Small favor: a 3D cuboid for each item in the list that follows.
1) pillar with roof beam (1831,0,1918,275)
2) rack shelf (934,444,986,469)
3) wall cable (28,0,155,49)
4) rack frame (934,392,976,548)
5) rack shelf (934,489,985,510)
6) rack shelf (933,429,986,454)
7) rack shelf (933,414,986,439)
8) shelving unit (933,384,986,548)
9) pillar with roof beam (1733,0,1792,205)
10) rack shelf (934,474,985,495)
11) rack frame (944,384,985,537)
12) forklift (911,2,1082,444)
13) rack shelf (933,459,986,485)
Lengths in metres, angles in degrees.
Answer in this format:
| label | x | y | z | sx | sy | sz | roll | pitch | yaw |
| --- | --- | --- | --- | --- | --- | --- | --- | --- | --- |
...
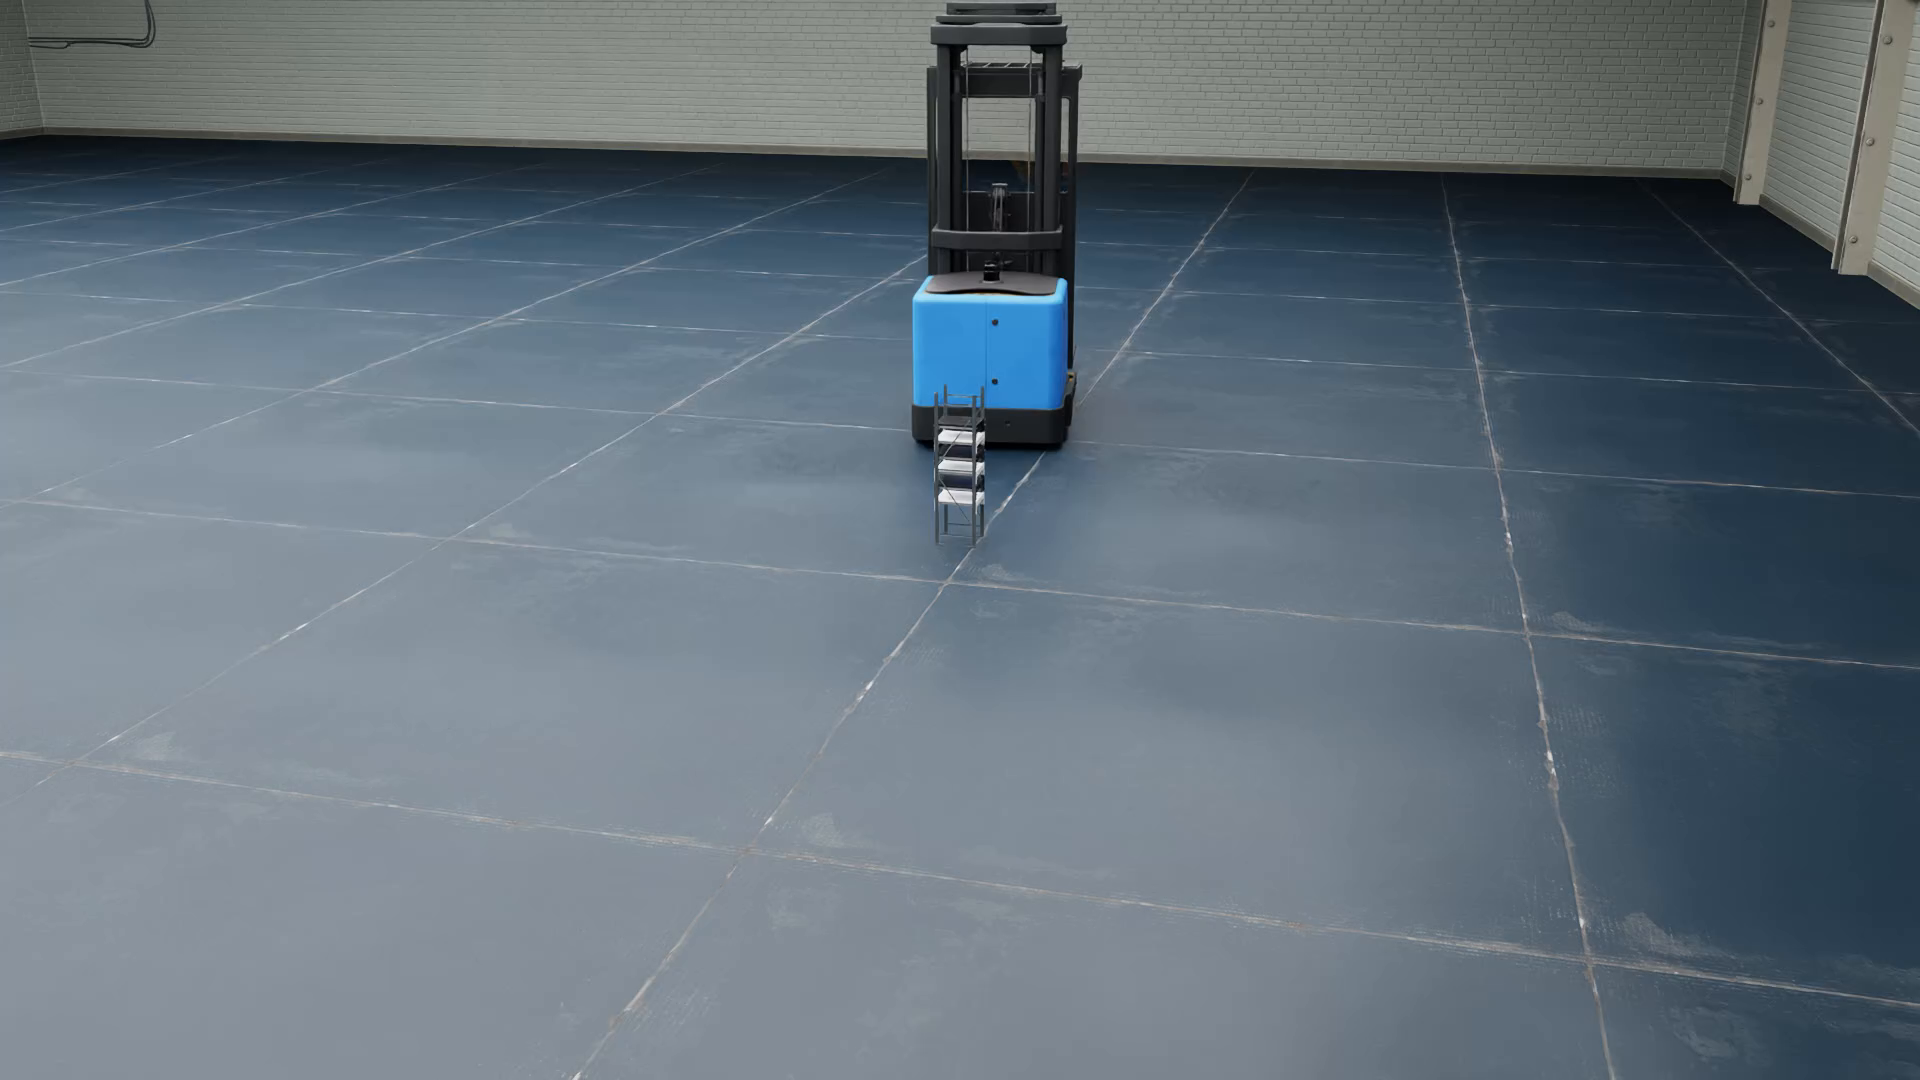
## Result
| label | x | y | z | sx | sy | sz | roll | pitch | yaw |
| --- | --- | --- | --- | --- | --- | --- | --- | --- | --- |
| pillar with roof beam | 5.652 | -7.559 | 17.897 | 9.100 | 9.000 | 0.400 | 5 | 19 | 13 |
| rack shelf | -0.002 | -0.477 | 9.516 | 0.258 | 0.077 | 0.200 | 5 | 19 | 13 |
| wall cable | -17.251 | -10.937 | 32.590 | 3.097 | 2.526 | 0.112 | 5 | 19 | 13 |
| rack frame | -0.027 | -0.391 | 9.441 | 0.240 | 0.900 | 0.006 | 5 | 19 | 13 |
| rack shelf | -0.002 | -0.221 | 9.604 | 0.258 | 0.077 | 0.200 | 5 | 19 | 13 |
| rack shelf | -0.002 | -0.562 | 9.487 | 0.258 | 0.077 | 0.200 | 5 | 19 | 13 |
| rack shelf | -0.002 | -0.647 | 9.458 | 0.258 | 0.077 | 0.200 | 5 | 19 | 13 |
| shelving unit | -0.002 | -0.423 | 9.535 | 0.258 | 0.900 | 0.210 | 5 | 19 | 13 |
| pillar with roof beam | 7.118 | -9.440 | 23.403 | 9.100 | 9.000 | 0.400 | 5 | 19 | 13 |
| rack shelf | -0.002 | -0.307 | 9.575 | 0.258 | 0.077 | 0.200 | 5 | 19 | 13 |
| rack frame | 0.023 | -0.455 | 9.628 | 0.240 | 0.900 | 0.006 | 5 | 19 | 13 |
| forklift | 0.331 | -2.480 | 12.413 | 1.130 | 2.935 | 3.031 | 2 | 19 | 6 |
| rack shelf | -0.002 | -0.392 | 9.545 | 0.258 | 0.077 | 0.200 | 5 | 19 | 13 |
